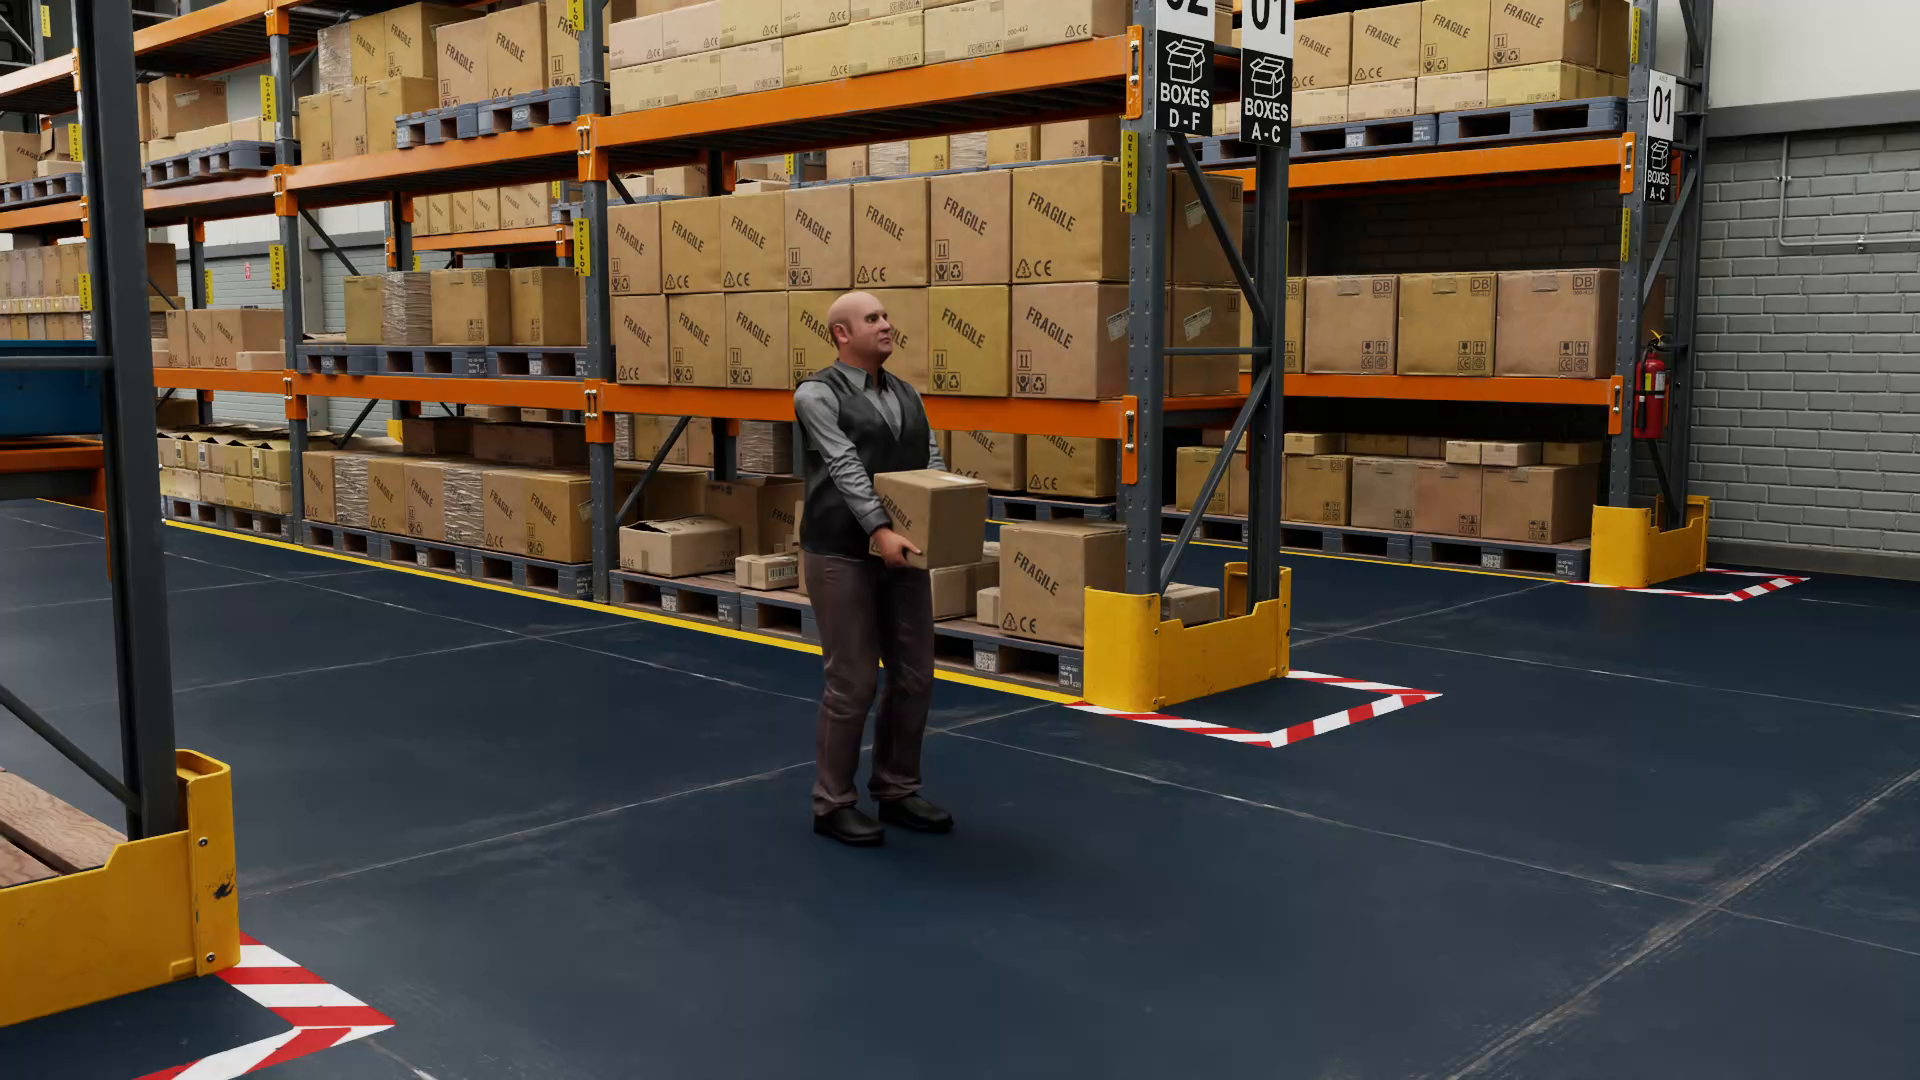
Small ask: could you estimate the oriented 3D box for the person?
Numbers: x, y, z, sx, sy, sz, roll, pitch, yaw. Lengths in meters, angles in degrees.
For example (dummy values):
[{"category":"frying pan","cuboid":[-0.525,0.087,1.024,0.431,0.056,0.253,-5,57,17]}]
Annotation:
[{"category":"person","cuboid":[-0.216,0.081,5.234,0.560,1.711,0.494,7,10,44]}]
